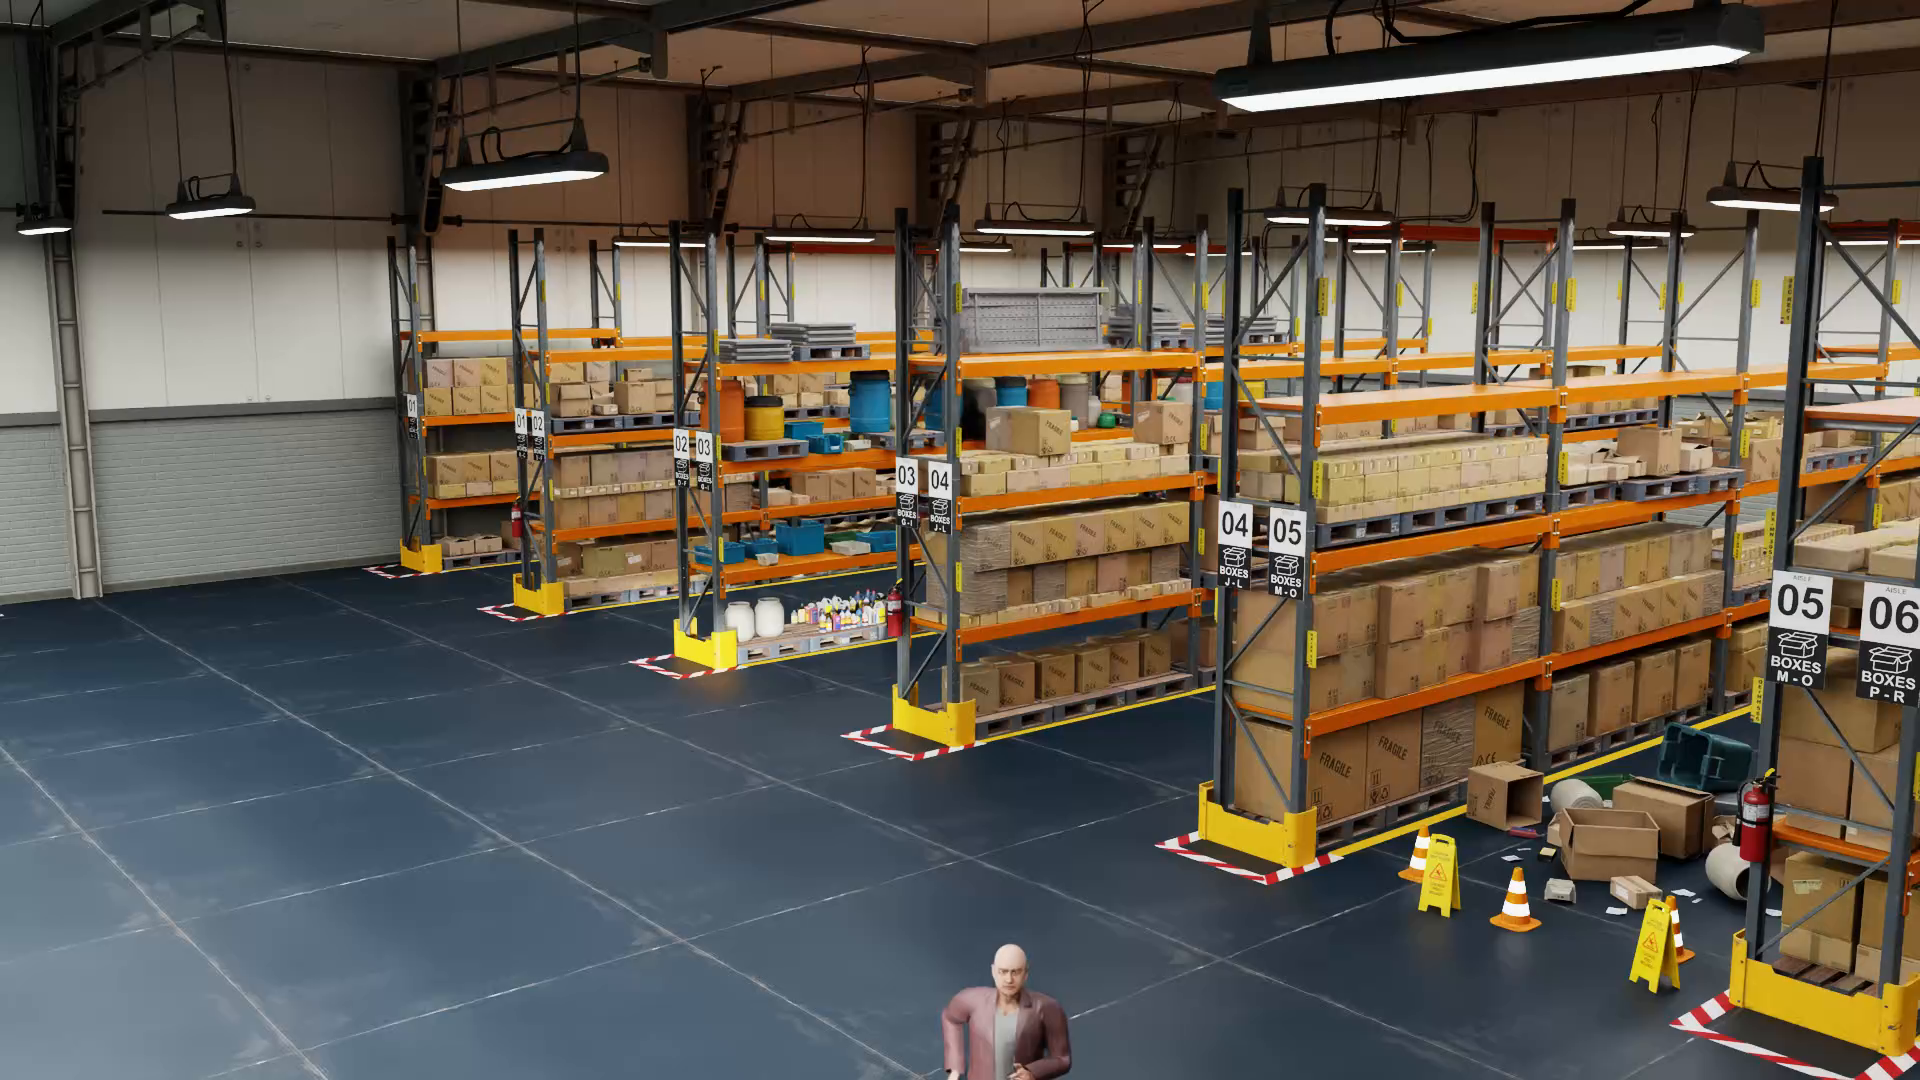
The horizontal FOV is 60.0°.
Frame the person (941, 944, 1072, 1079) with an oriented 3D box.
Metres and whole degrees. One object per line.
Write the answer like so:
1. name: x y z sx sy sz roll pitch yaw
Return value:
1. person: 0.239 2.989 8.623 0.668 1.842 0.825 0 9 -1
